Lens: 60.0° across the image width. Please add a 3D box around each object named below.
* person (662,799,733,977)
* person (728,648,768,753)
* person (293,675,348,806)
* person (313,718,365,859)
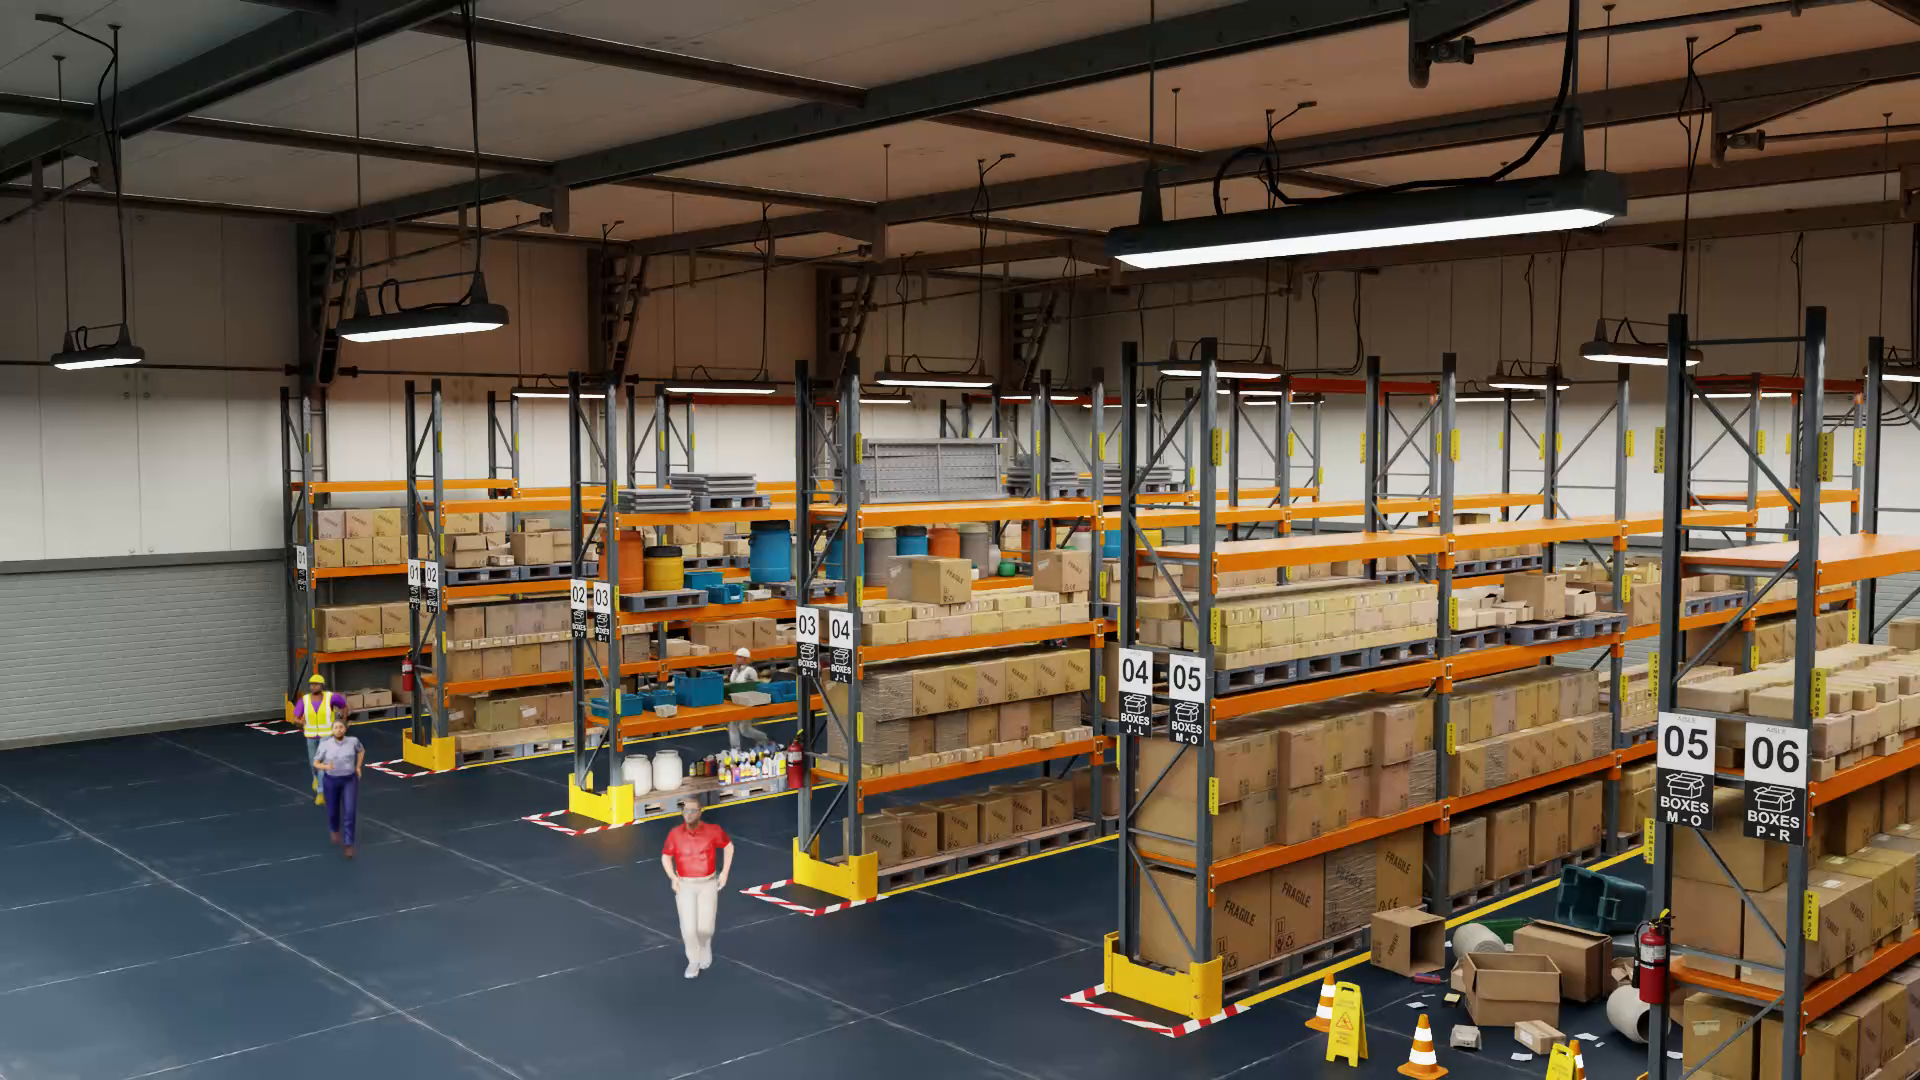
[{"bbox_3d":[-2.510,3.316,15.808,0.673,1.686,0.527,0,4,-2],"label":"person"},{"bbox_3d":[-3.444,2.592,26.434,0.671,1.757,0.796,3,5,40],"label":"person"},{"bbox_3d":[-9.038,2.776,23.509,0.711,1.782,0.986,-1,4,-8],"label":"person"},{"bbox_3d":[-7.626,3.016,20.456,0.604,1.650,0.923,-2,4,-23],"label":"person"}]
